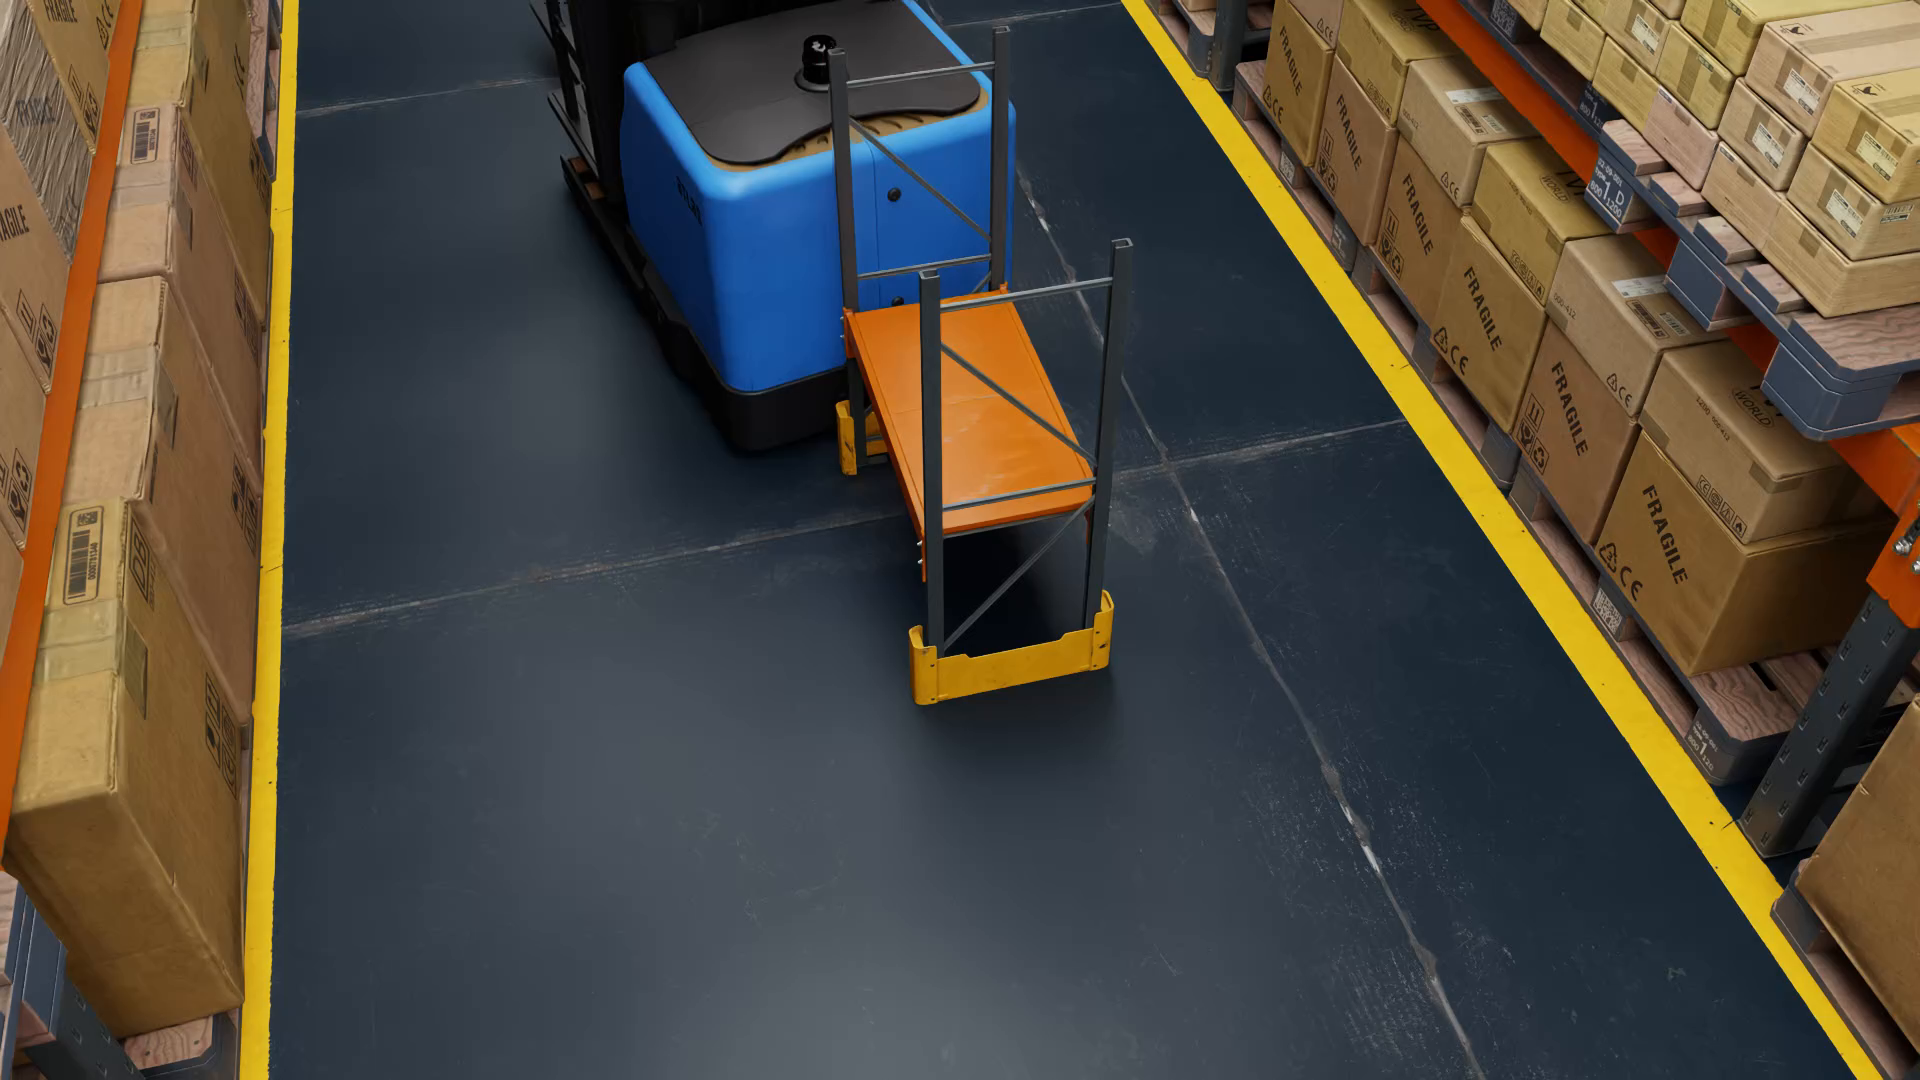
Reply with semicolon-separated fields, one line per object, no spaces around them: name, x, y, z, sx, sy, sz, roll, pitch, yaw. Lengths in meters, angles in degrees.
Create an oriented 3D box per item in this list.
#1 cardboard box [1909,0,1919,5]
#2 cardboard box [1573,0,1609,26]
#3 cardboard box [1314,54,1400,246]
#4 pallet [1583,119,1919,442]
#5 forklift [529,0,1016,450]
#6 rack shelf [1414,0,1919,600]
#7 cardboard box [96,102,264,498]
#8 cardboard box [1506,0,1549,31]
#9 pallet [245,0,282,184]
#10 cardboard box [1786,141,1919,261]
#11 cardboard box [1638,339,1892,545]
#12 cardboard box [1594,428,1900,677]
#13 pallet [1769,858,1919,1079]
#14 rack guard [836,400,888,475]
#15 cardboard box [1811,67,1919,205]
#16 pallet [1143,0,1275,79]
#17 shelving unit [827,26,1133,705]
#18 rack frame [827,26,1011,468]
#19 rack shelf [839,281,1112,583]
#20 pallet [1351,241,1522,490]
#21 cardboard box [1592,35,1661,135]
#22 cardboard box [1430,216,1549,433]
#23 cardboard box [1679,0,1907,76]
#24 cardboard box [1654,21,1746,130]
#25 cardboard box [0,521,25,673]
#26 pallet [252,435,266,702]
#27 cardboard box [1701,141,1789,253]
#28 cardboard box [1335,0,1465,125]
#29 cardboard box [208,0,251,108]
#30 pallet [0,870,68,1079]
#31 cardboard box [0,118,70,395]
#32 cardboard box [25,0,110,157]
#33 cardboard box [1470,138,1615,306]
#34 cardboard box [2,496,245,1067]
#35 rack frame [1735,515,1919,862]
cardboard box;2.523;-1.235;4.034;0.380;0.149;0.250;-12;47;-12
cardboard box;1.764;-1.463;4.257;0.380;0.149;0.250;-11;47;-11
cardboard box;1.641;-1.441;6.018;0.500;0.500;0.500;-9;46;-9
pallet;2.310;-0.737;4.006;1.213;0.211;1.003;-11;47;-10
forklift;-0.912;-2.378;5.529;1.130;2.935;3.031;-19;49;-18
rack shelf;2.084;-1.460;5.085;1.077;0.370;4.000;-11;47;-10
cardboard box;-2.836;-0.604;4.935;1.225;0.875;0.875;-12;47;-12
cardboard box;1.702;-1.533;4.534;0.380;0.149;0.250;-9;46;-9
pallet;-3.368;-1.819;6.885;1.003;0.211;1.213;-11;47;-10
cardboard box;2.029;-0.752;3.561;0.380;0.149;0.250;-10;46;-9
cardboard box;2.167;-0.290;4.365;0.500;0.250;0.500;-12;47;-11
cardboard box;2.174;-0.010;4.616;0.500;0.500;0.500;-11;47;-11
pallet;2.725;1.203;3.923;1.003;0.211;1.213;-11;47;-10
rack guard;-0.108;-0.379;5.446;0.587;0.250;0.087;-11;47;-10
cardboard box;2.027;-0.853;3.451;0.380;0.149;0.250;-12;47;-12
pallet;1.365;-2.574;7.625;1.003;0.211;1.213;-11;47;-10
shelving unit;0.020;-0.472;4.663;0.587;1.500;1.083;-11;47;-10
rack frame;-0.108;-0.817;5.001;0.500;1.500;0.032;-11;47;-10
rack shelf;0.022;-0.340;4.785;0.538;0.185;1.000;-11;47;-10
pallet;2.088;-0.736;5.823;1.003;0.211;1.213;-11;47;-10
cardboard box;1.837;-1.169;4.177;0.380;0.149;0.250;-11;47;-11
cardboard box;1.894;-0.731;5.322;0.500;0.500;0.500;-13;47;-12
cardboard box;1.898;-1.208;3.799;0.380;0.149;0.250;-9;46;-9
cardboard box;1.889;-1.117;3.918;0.380;0.149;0.250;-10;46;-9
cardboard box;-2.086;0.086;2.996;0.500;0.500;0.500;-9;46;-9
pallet;-2.663;0.083;5.021;1.003;0.211;1.213;-11;47;-10
cardboard box;1.963;-0.819;3.834;0.380;0.149;0.250;-11;47;-10
cardboard box;1.644;-1.702;5.749;0.500;0.250;0.500;-10;46;-9
cardboard box;-3.341;-2.129;6.430;0.875;0.875;0.875;-11;47;-10
pallet;-1.939;1.046;2.259;1.213;0.211;1.003;-11;47;-10
cardboard box;-2.355;-0.623;3.690;0.500;0.500;0.500;-11;47;-11
cardboard box;-2.605;-1.315;4.369;0.500;0.500;0.500;-11;47;-11
cardboard box;1.912;-0.990;5.052;0.500;0.250;0.500;-10;46;-9
cardboard box;-2.381;0.622;3.734;1.225;0.875;0.875;-13;47;-12
rack frame;2.596;-0.331;3.474;1.000;3.000;0.127;-11;47;-10
